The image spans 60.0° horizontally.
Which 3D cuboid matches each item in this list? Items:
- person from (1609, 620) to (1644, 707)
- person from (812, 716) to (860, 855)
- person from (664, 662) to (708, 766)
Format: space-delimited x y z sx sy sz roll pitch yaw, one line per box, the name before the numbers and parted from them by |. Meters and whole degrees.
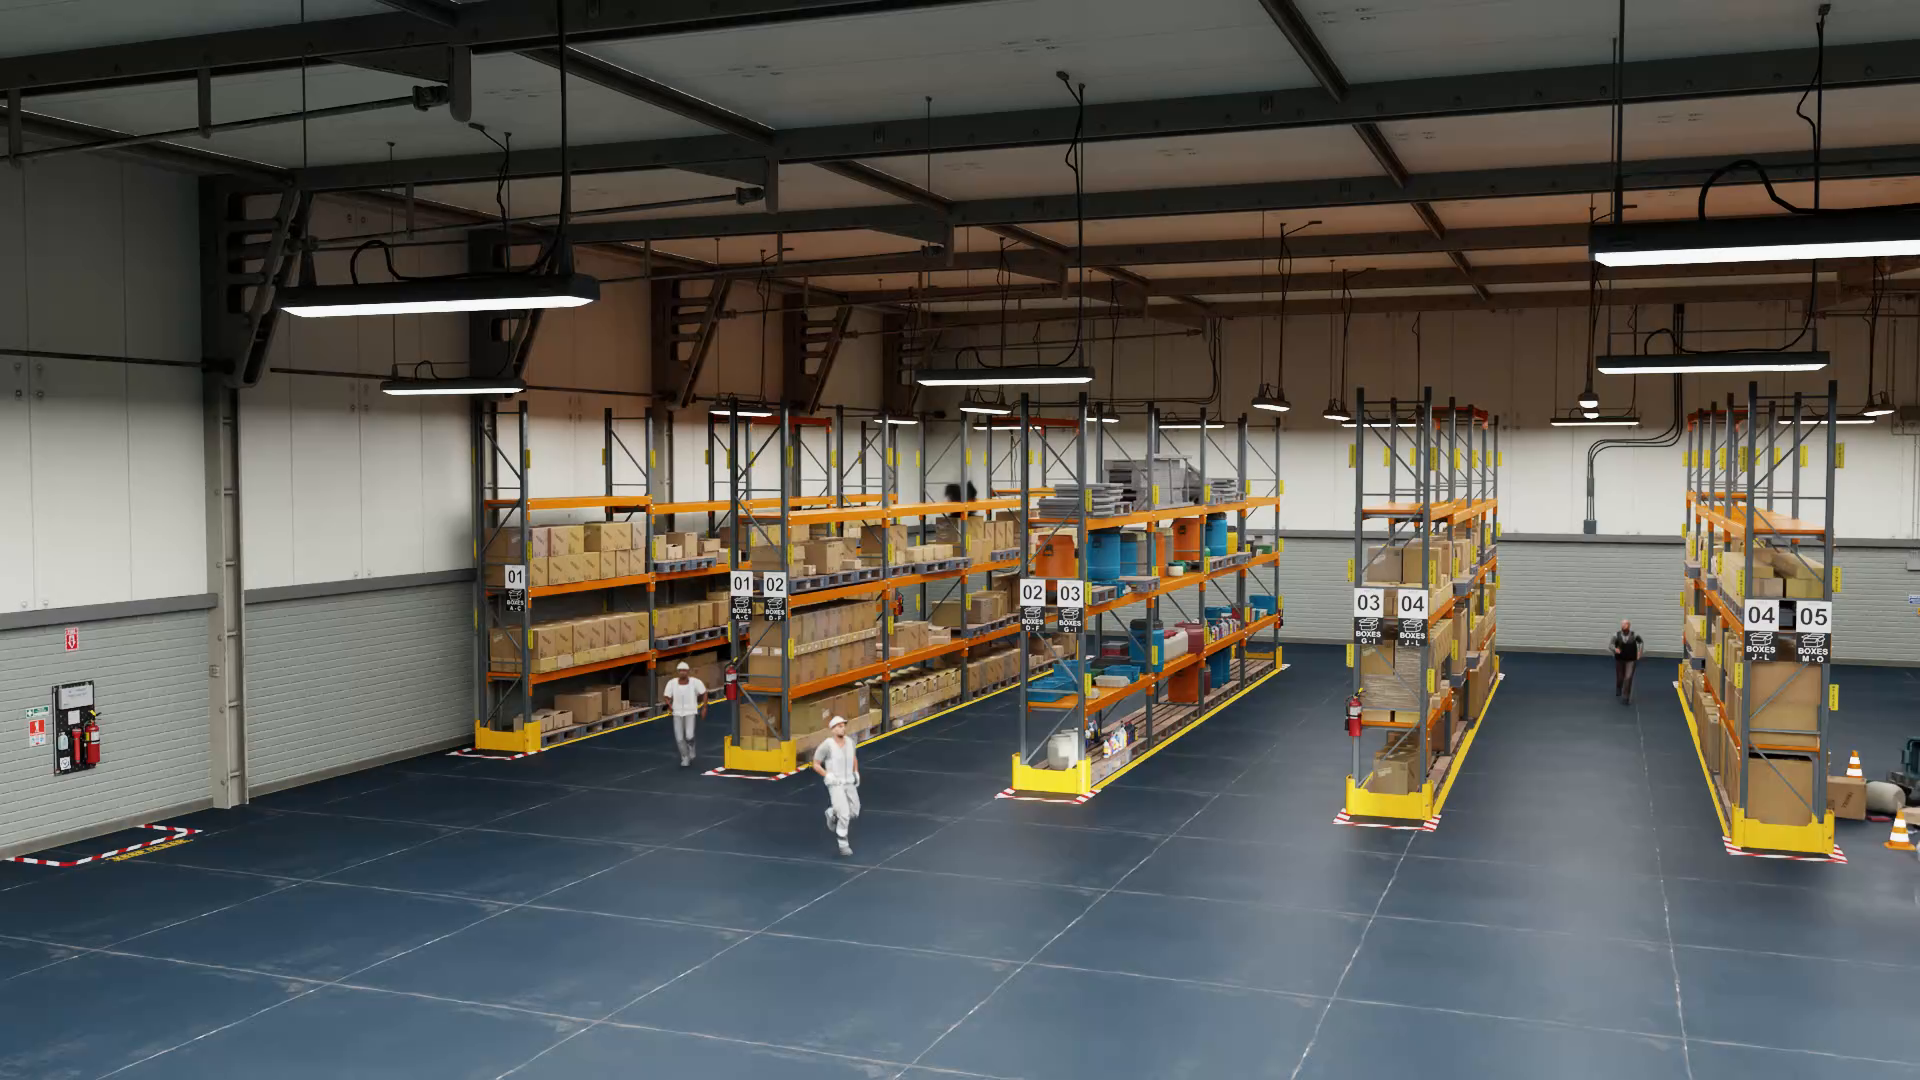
person | 13.634 2.490 34.042 0.669 1.729 0.913 1 3 26
person | -1.553 3.110 21.192 0.688 1.735 0.611 -3 4 -43
person | -4.476 2.836 27.041 0.702 1.709 0.616 0 3 0
